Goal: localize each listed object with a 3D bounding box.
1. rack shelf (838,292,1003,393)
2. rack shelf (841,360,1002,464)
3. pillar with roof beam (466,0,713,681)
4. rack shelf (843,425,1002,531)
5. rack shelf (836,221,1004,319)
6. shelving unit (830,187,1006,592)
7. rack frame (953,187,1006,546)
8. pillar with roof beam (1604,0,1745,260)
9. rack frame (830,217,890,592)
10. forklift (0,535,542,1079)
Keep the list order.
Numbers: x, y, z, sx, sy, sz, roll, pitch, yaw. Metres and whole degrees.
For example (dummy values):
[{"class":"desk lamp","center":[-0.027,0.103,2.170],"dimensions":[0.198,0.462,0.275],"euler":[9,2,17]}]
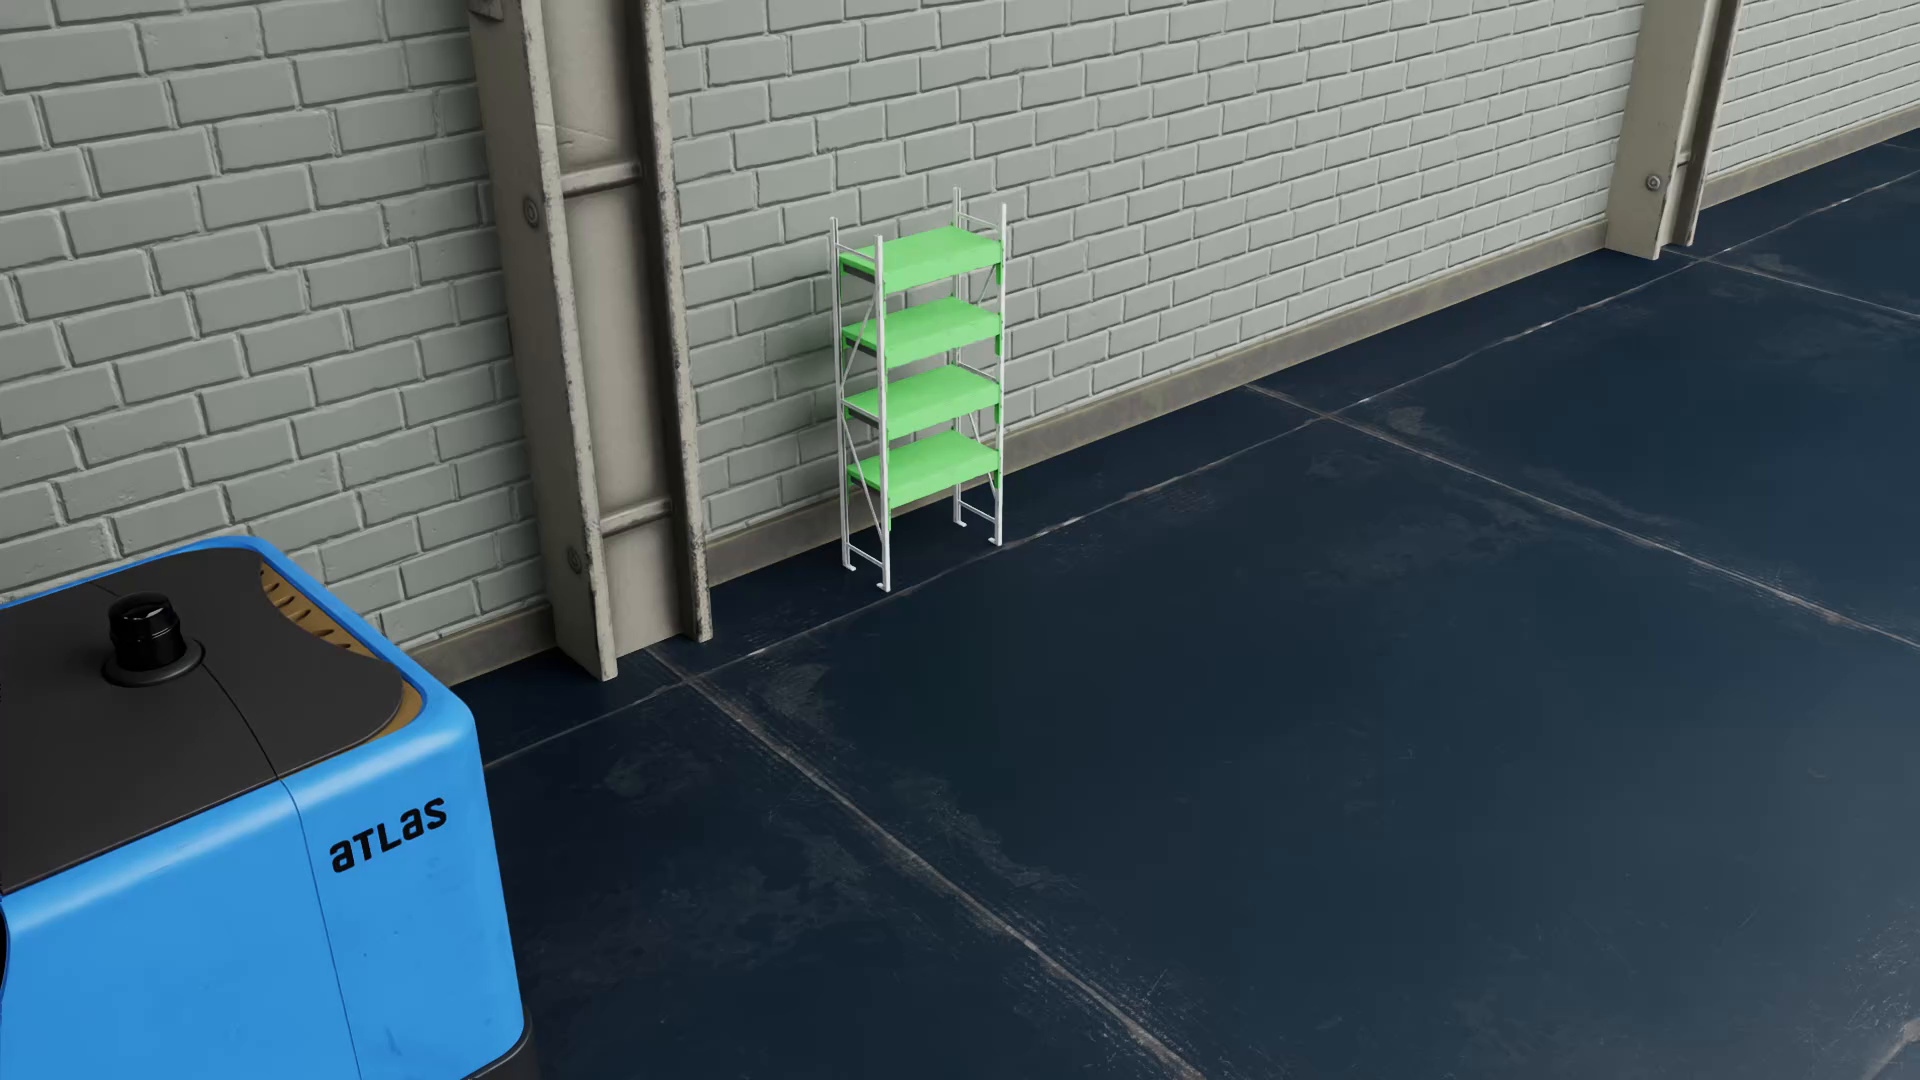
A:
[{"class":"rack shelf","center":[-0.126,-0.634,5.289],"dimensions":[0.480,0.148,0.258],"euler":[-22,35,-35]},{"class":"rack shelf","center":[-0.126,-0.422,5.403],"dimensions":[0.480,0.148,0.258],"euler":[-22,35,-35]},{"class":"pillar with roof beam","center":[1.777,-2.117,0.164],"dimensions":[0.400,9.000,9.100],"euler":[-22,35,-35]},{"class":"rack shelf","center":[-0.126,-0.211,5.516],"dimensions":[0.480,0.148,0.258],"euler":[-22,35,-35]},{"class":"rack shelf","center":[-0.126,-0.846,5.176],"dimensions":[0.480,0.148,0.258],"euler":[-22,35,-35]},{"class":"shelving unit","center":[-0.126,-0.479,5.372],"dimensions":[0.503,1.200,0.258],"euler":[-22,35,-35]},{"class":"rack frame","center":[0.060,-0.553,5.512],"dimensions":[0.015,1.200,0.240],"euler":[-22,35,-35]},{"class":"pillar with roof beam","center":[6.342,-3.953,3.599],"dimensions":[0.400,9.000,9.100],"euler":[-22,35,-35]},{"class":"rack frame","center":[-0.312,-0.404,5.233],"dimensions":[0.015,1.200,0.240],"euler":[-22,35,-35]},{"class":"forklift","center":[-2.263,0.263,2.149],"dimensions":[3.031,2.935,1.130],"euler":[-24,36,-37]}]
